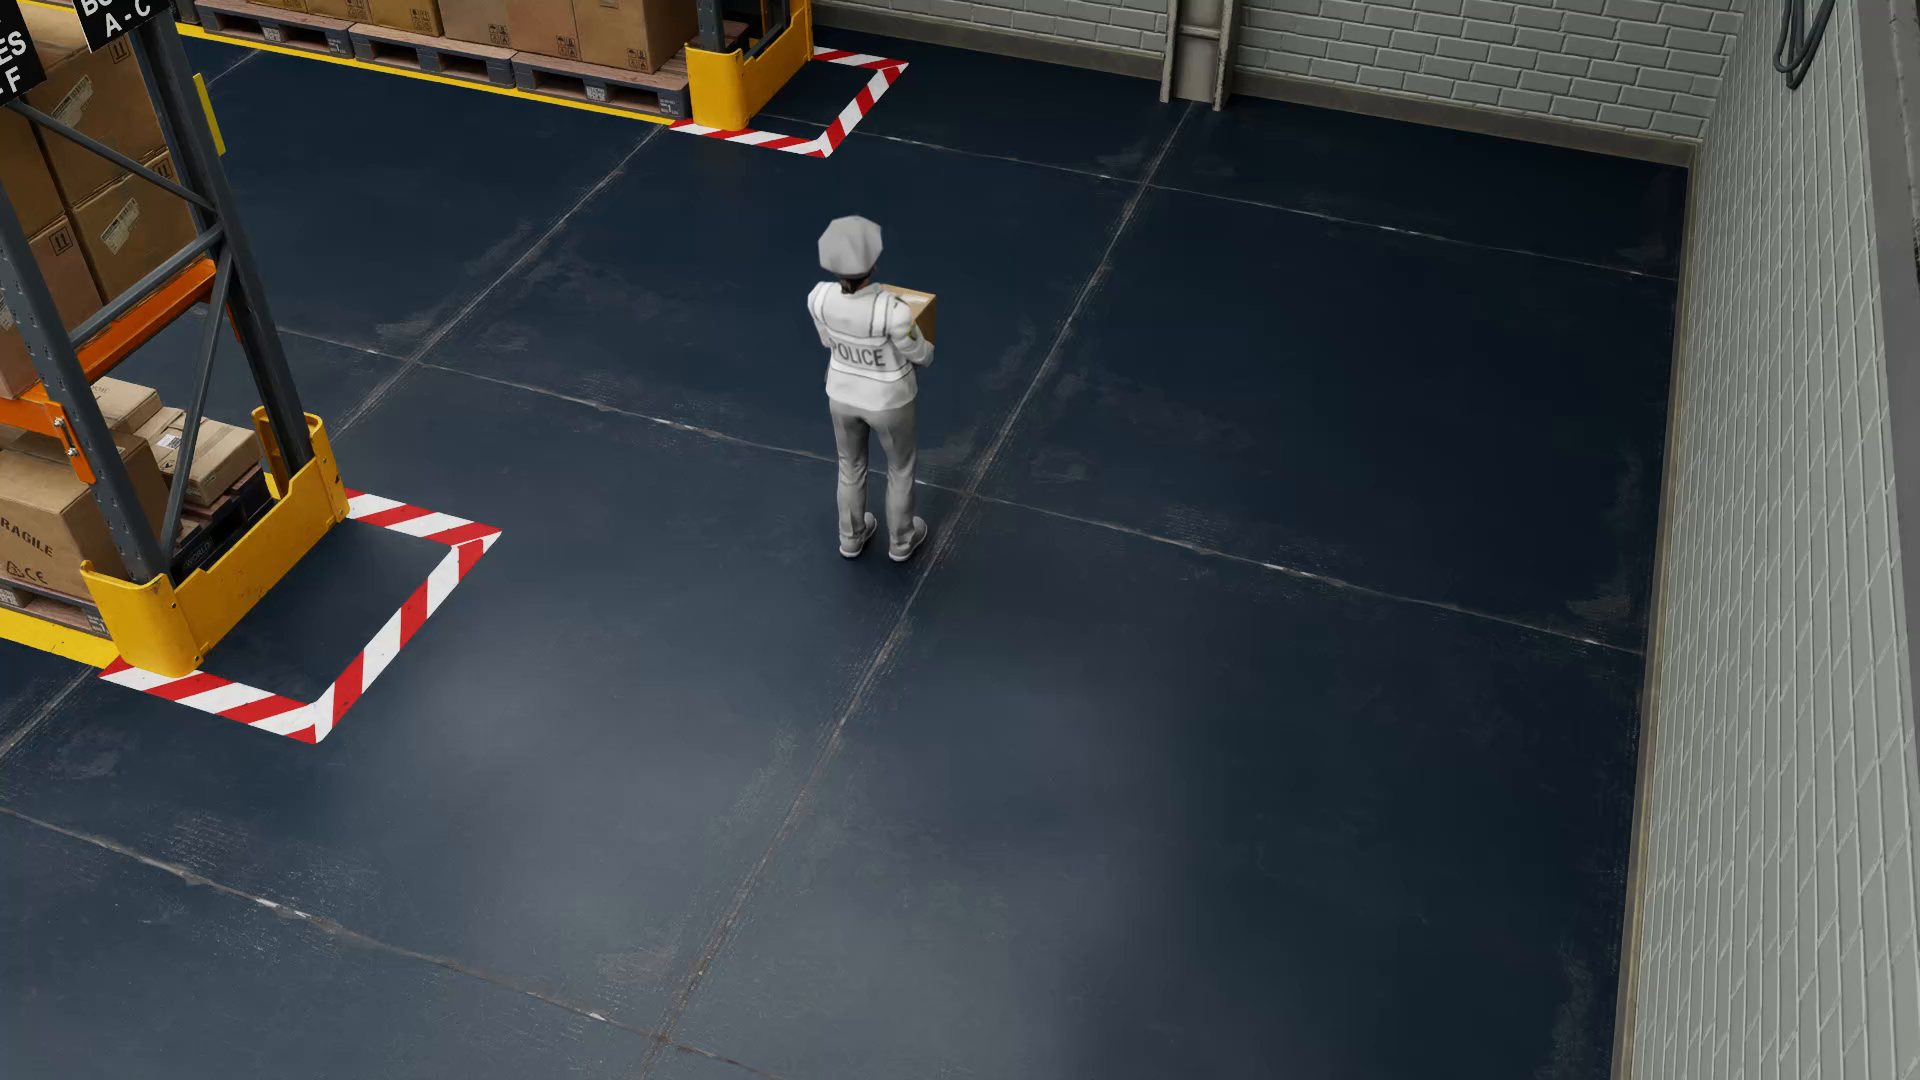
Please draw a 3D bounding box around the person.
[{"bbox_3d":[-0.337,-0.625,6.842,0.459,1.686,0.556,14,44,15],"label":"person"}]
